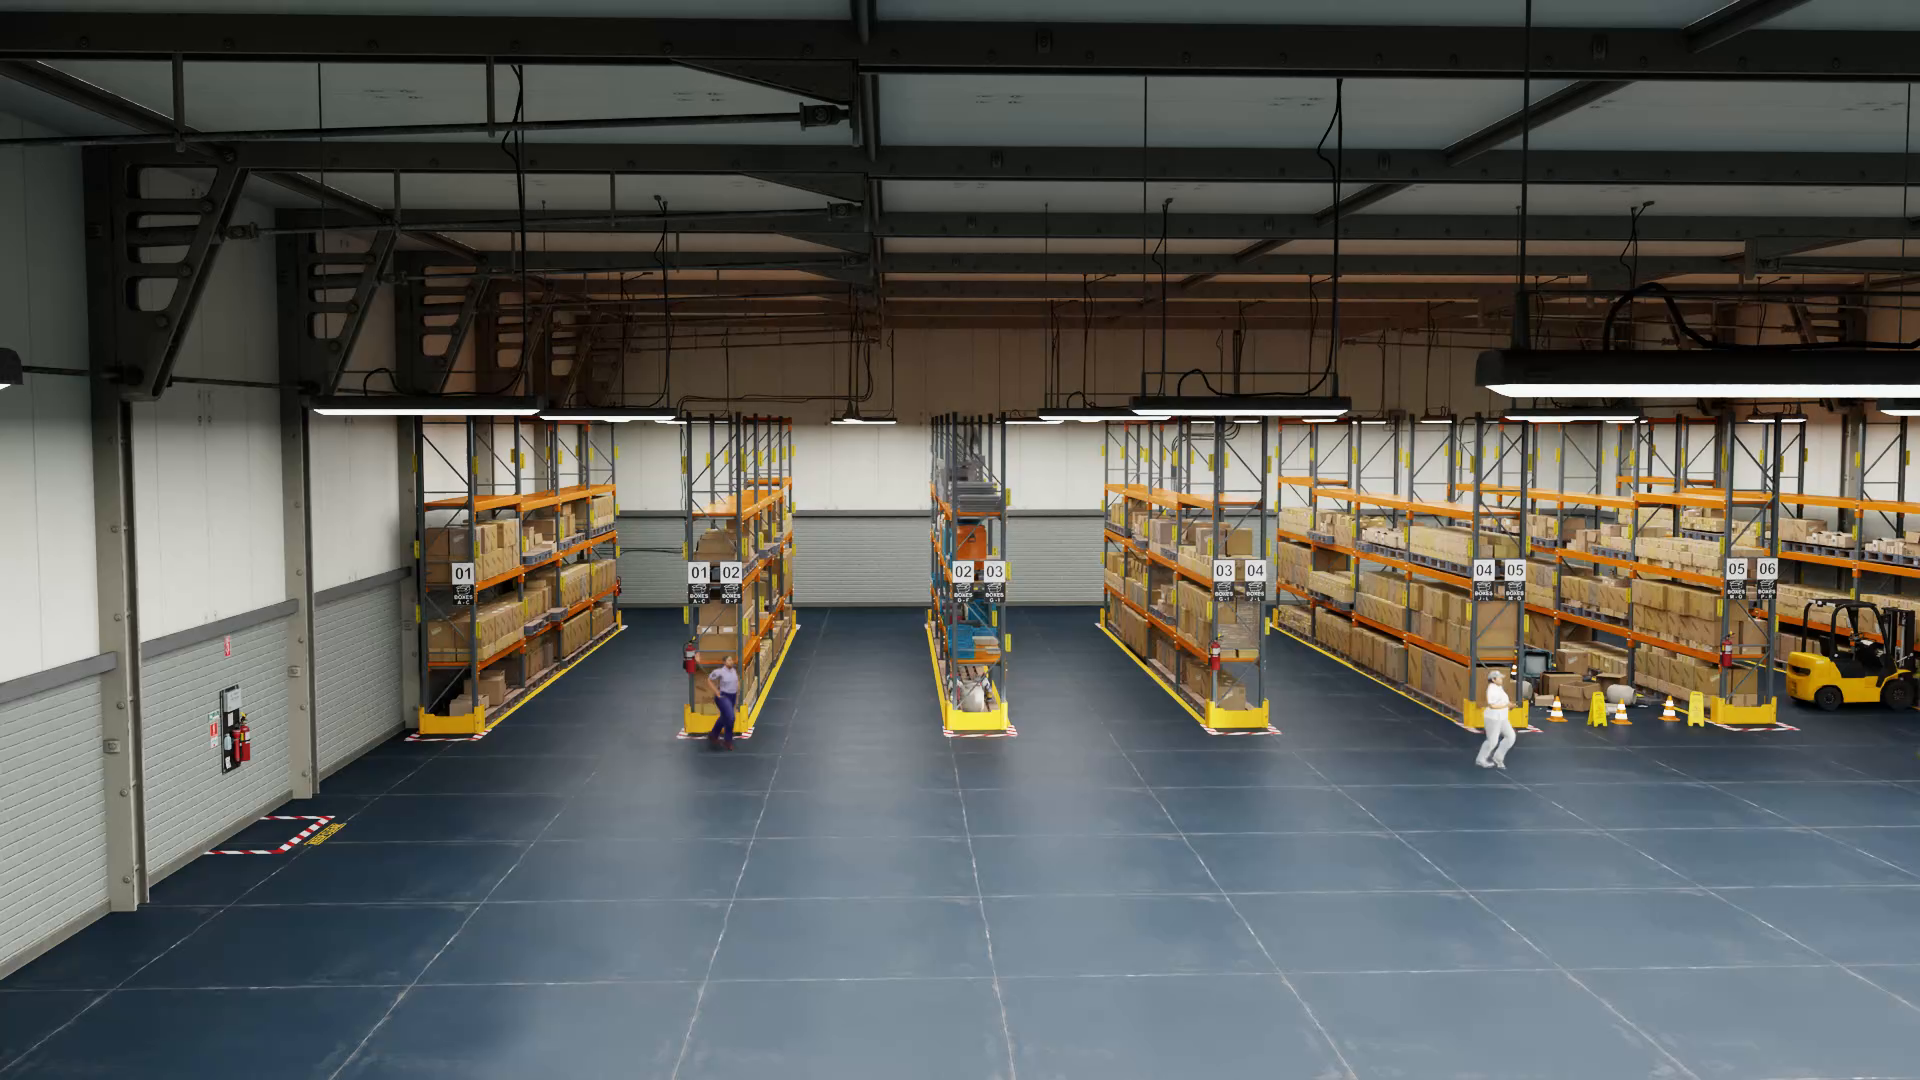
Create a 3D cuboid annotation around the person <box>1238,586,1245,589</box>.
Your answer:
[{"bbox_3d":[7.813,1.684,46.736,0.682,1.728,0.632,1,4,14],"label":"person"}]

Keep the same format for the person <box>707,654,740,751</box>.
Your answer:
[{"bbox_3d":[-4.172,2.890,29.664,0.672,1.714,0.627,2,5,32],"label":"person"}]

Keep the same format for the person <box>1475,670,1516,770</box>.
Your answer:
[{"bbox_3d":[8.960,3.017,27.738,0.671,1.695,0.587,3,5,36],"label":"person"}]
